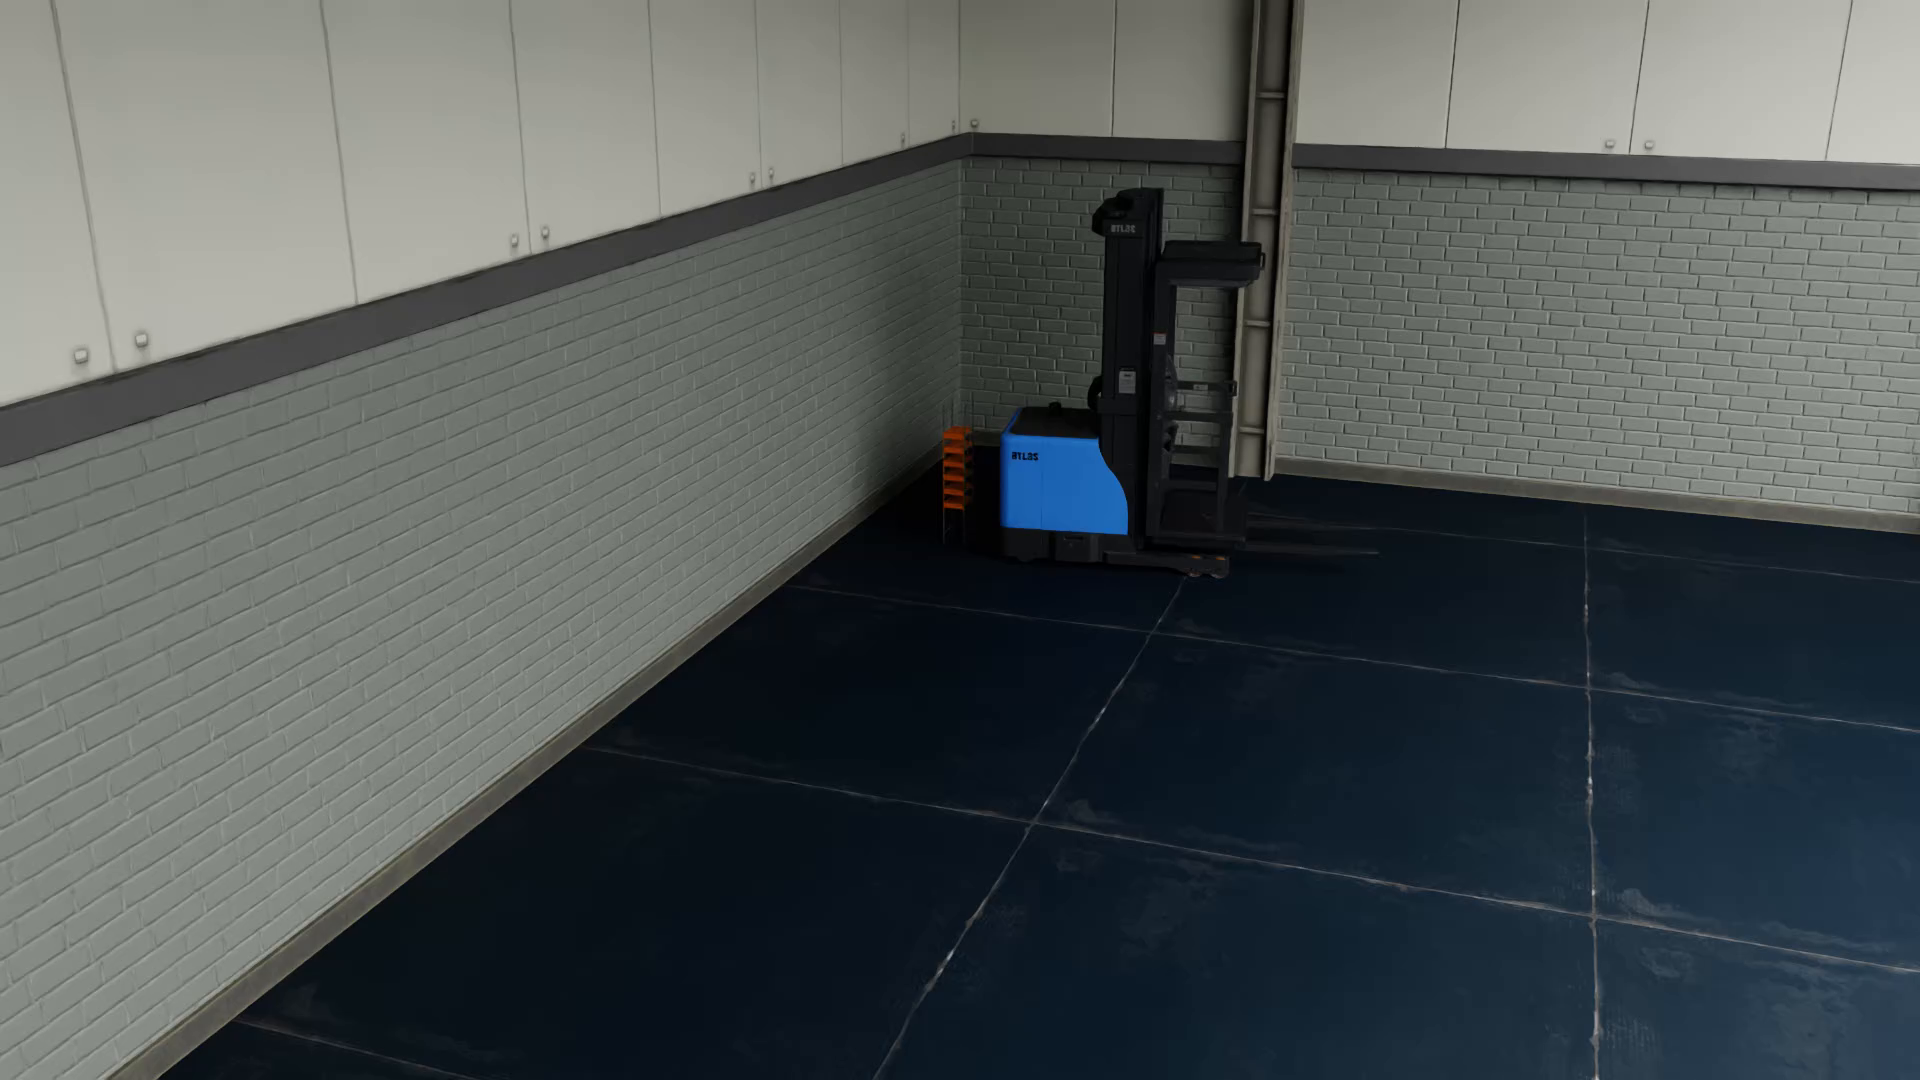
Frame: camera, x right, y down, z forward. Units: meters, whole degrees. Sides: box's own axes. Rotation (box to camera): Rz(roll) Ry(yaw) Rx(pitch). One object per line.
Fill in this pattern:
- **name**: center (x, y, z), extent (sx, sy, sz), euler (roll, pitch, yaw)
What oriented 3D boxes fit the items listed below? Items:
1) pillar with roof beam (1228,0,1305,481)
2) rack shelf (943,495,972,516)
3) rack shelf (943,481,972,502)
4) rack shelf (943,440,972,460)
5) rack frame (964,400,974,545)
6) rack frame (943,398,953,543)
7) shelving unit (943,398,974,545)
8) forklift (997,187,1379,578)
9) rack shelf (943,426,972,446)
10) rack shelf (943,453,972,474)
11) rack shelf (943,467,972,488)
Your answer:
- **pillar with roof beam**: center (1.363, -3.534, 10.545), extent (0.400, 9.000, 9.100), euler (7, 20, 18)
- **rack shelf**: center (-0.014, -0.300, 13.977), extent (0.180, 0.103, 0.258), euler (7, 20, 18)
- **rack shelf**: center (-0.014, -0.413, 13.937), extent (0.180, 0.103, 0.258), euler (7, 20, 18)
- **rack shelf**: center (-0.014, -0.753, 13.819), extent (0.180, 0.103, 0.258), euler (7, 20, 18)
- **rack frame**: center (0.073, -0.558, 13.855), extent (0.006, 1.200, 0.240), euler (7, 20, 18)
- **rack frame**: center (-0.100, -0.578, 13.912), extent (0.006, 1.200, 0.240), euler (7, 20, 18)
- **shelving unit**: center (-0.014, -0.568, 13.883), extent (0.189, 1.200, 0.258), euler (7, 20, 18)
- **forklift**: center (1.872, -1.269, 13.264), extent (3.031, 2.935, 1.130), euler (4, 20, 10)
- **rack shelf**: center (-0.014, -0.866, 13.779), extent (0.180, 0.103, 0.258), euler (7, 20, 18)
- **rack shelf**: center (-0.014, -0.639, 13.858), extent (0.180, 0.103, 0.258), euler (7, 20, 18)
- **rack shelf**: center (-0.014, -0.526, 13.898), extent (0.180, 0.103, 0.258), euler (7, 20, 18)
